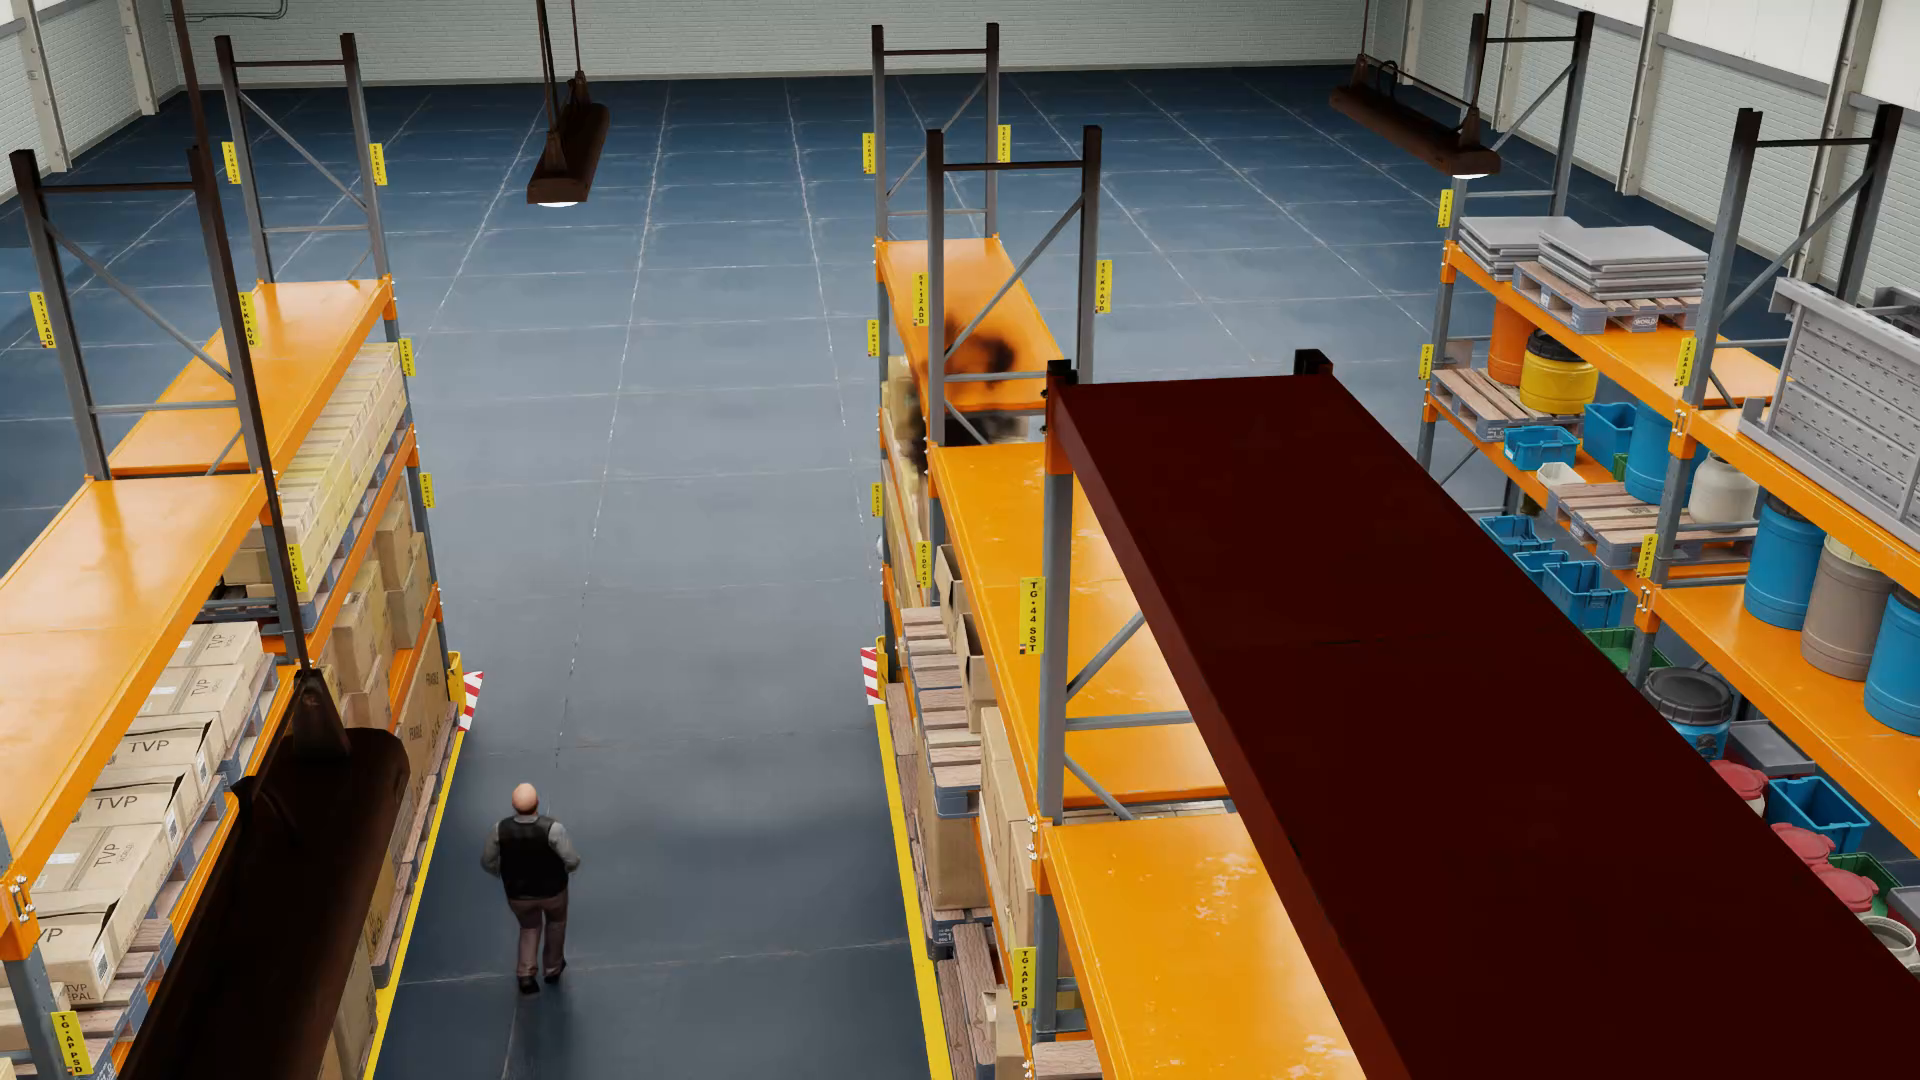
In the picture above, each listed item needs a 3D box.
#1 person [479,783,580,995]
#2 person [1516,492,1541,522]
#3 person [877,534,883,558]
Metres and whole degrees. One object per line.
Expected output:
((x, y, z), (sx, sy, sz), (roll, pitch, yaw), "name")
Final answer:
((-2.928, 2.434, 11.457), (0.679, 1.690, 0.701), (-2, 26, -4), "person")
((6.669, -0.990, 18.562), (0.888, 1.750, 0.710), (5, 26, 10), "person")
((-0.589, -0.157, 16.958), (0.651, 1.626, 0.596), (17, 30, 32), "person")
